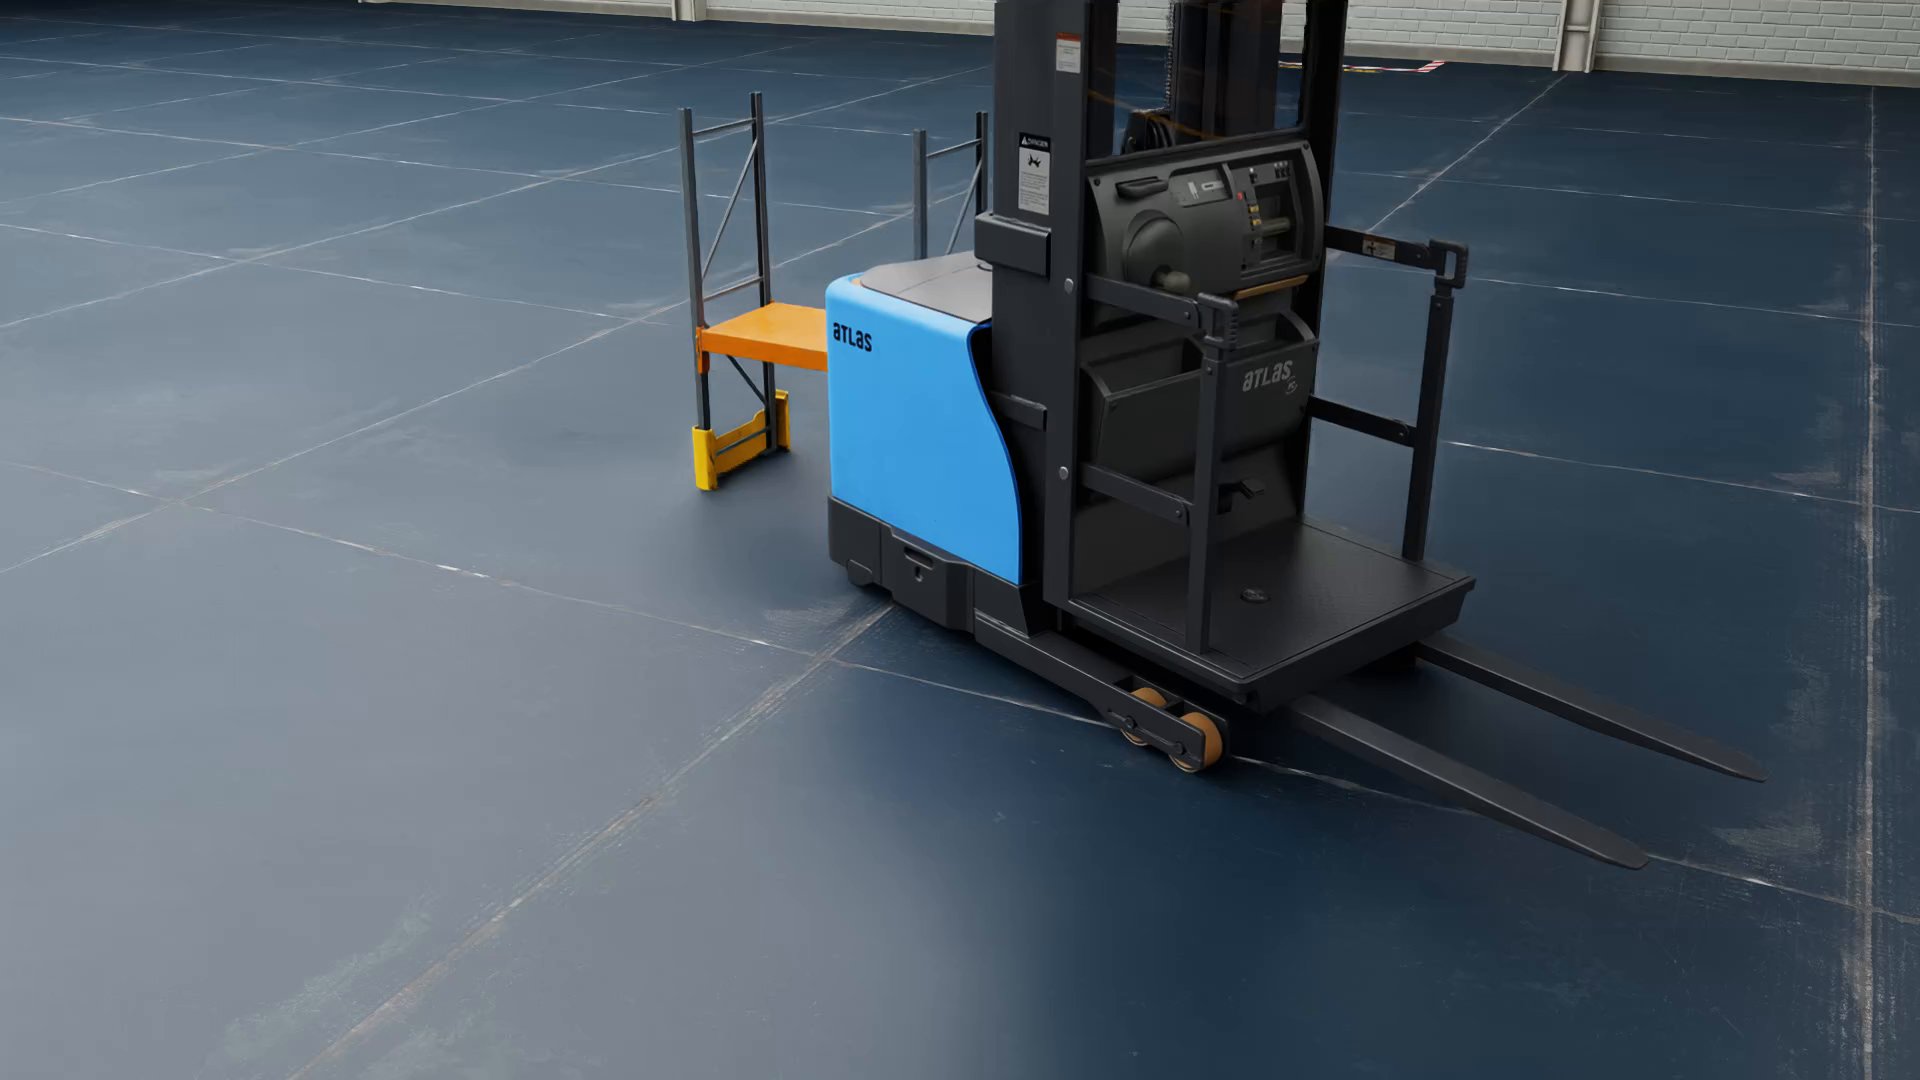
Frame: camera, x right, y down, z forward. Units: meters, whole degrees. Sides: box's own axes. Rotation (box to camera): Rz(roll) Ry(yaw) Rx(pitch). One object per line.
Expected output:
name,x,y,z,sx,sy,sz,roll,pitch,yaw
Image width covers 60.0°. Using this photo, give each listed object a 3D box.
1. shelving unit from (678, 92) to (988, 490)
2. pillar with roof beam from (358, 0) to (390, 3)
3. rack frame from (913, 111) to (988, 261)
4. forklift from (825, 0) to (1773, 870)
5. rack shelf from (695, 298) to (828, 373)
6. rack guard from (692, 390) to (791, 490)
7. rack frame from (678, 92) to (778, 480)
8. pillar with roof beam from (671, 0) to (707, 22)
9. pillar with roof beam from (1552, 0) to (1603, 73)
shelving unit,-0.467,-0.904,6.459,1.083,1.500,0.587,12,26,26
pillar with roof beam,-11.134,-11.088,20.824,0.400,9.000,9.100,11,25,25
rack frame,-0.030,-0.809,6.236,0.032,1.500,0.500,12,26,26
forklift,0.863,-0.914,4.655,1.130,2.935,3.031,-18,29,-36
rack shelf,-0.475,-0.740,6.533,1.000,0.185,0.538,12,26,26
rack guard,-0.902,-0.423,6.926,0.087,0.250,0.587,12,26,26
rack frame,-0.919,-1.002,6.690,0.032,1.500,0.500,12,26,26
pillar with roof beam,-5.779,-10.029,18.333,0.400,9.000,9.100,11,25,25
pillar with roof beam,4.930,-7.910,13.351,0.400,9.000,9.100,11,25,25
